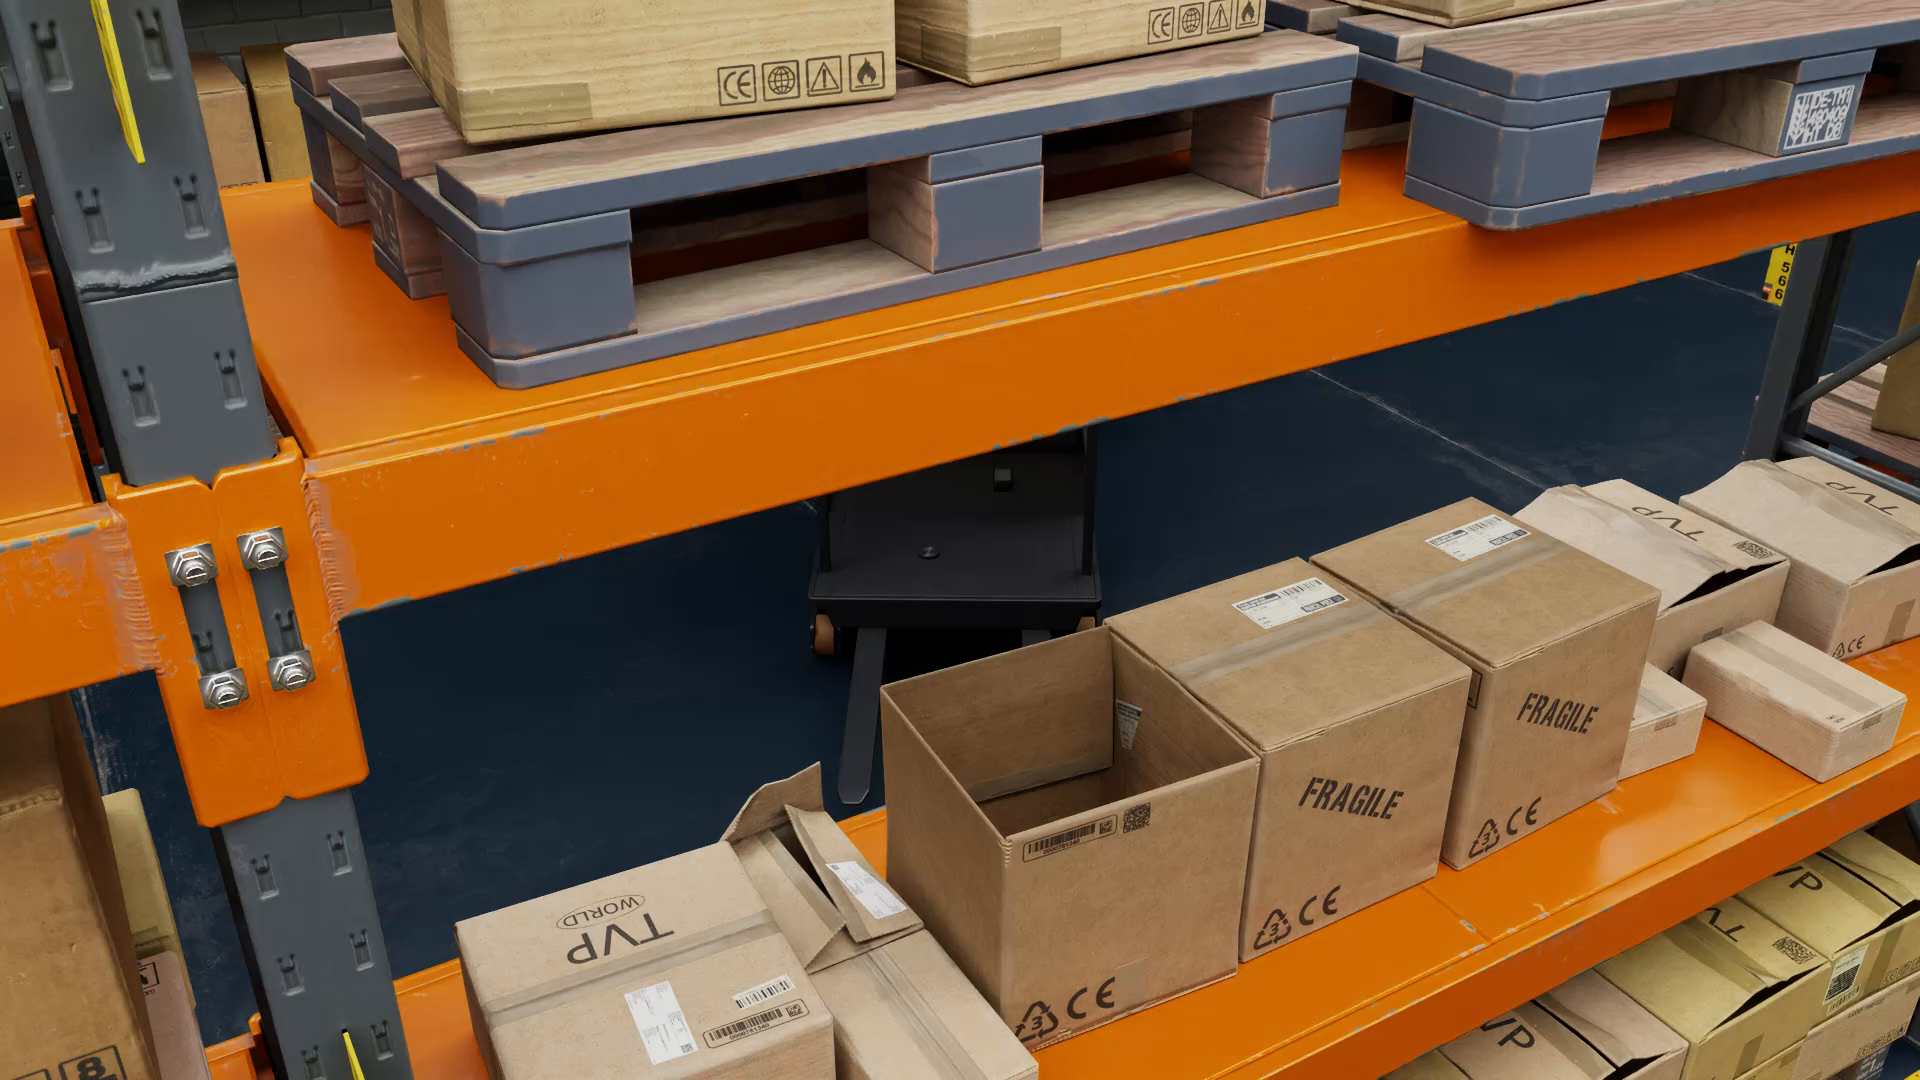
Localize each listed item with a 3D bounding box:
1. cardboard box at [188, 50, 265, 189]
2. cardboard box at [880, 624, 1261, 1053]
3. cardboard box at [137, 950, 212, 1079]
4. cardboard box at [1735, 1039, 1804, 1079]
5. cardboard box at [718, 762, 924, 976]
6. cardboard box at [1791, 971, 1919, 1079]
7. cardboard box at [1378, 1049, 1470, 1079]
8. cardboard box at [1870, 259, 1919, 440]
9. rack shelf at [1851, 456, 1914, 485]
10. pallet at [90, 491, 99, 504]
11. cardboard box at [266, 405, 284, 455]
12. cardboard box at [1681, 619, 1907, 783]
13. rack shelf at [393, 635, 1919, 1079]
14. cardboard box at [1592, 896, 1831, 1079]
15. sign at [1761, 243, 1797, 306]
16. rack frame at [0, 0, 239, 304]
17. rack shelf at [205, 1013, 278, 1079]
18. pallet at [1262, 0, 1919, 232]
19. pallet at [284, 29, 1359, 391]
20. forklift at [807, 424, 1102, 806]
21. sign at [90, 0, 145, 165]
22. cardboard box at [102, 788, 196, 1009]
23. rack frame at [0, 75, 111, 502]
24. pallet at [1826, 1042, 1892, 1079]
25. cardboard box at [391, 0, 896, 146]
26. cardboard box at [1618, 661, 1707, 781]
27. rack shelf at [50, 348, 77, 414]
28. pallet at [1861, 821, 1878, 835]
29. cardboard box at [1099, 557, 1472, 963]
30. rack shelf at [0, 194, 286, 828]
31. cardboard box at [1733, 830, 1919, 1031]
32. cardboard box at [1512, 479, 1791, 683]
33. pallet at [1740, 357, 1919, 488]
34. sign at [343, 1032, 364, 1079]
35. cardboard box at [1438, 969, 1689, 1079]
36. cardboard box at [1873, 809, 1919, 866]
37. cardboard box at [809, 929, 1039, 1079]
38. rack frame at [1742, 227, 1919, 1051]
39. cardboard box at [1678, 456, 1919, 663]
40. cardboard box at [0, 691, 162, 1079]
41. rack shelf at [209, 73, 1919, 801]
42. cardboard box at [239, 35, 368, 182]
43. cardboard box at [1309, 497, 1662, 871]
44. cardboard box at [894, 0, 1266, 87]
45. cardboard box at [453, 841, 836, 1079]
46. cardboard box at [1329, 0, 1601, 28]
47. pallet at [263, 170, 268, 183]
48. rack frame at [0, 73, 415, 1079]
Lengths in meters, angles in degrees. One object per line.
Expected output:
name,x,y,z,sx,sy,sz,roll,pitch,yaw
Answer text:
cardboard box,-2.996,-1.519,6.339,0.500,0.500,0.700,-16,33,-26
cardboard box,0.185,0.537,3.070,0.500,0.500,0.500,-13,32,-23
cardboard box,-1.066,0.719,2.068,0.250,0.149,0.380,-16,33,-26
cardboard box,1.736,1.290,4.220,0.500,0.250,0.500,-16,33,-27
cardboard box,-0.275,0.658,3.093,0.258,0.266,0.396,-17,33,-28
cardboard box,2.179,1.162,4.451,0.500,0.250,0.500,-15,32,-25
cardboard box,0.868,1.291,3.637,0.500,0.311,0.500,-15,32,-25
cardboard box,2.995,-0.517,4.545,0.700,0.500,0.500,22,36,34
rack shelf,4.233,-0.263,5.367,4.000,0.370,1.077,-16,33,-26
pallet,-4.014,0.228,6.619,1.213,0.211,1.003,-16,33,-26
cardboard box,-2.826,-0.457,7.106,0.500,0.500,0.700,-15,32,-25
cardboard box,1.874,0.357,3.759,0.250,0.149,0.380,-16,33,-26
rack shelf,0.785,0.716,3.593,4.000,0.370,1.077,-16,33,-26
cardboard box,1.737,1.047,4.080,0.500,0.311,0.500,-16,33,-27
sign,2.226,-0.785,4.451,0.005,0.325,0.100,-16,33,-26
rack frame,-0.940,-1.736,1.082,0.127,3.000,1.000,-16,33,-26
rack shelf,-2.664,1.695,1.818,4.000,0.370,1.077,-16,33,-26
pallet,1.007,-0.841,2.760,1.213,0.211,1.003,-14,32,-24
pallet,-0.186,-0.560,2.254,1.217,0.209,0.805,-17,33,-28
forklift,-0.012,-0.980,5.992,1.130,2.935,3.031,1,29,1
sign,-0.657,-0.453,1.245,0.005,0.325,0.100,-16,33,-26
cardboard box,-1.269,0.548,2.378,0.250,0.149,0.380,-16,33,-26
rack frame,-3.453,-1.172,6.269,0.127,3.000,1.000,-16,33,-26
pallet,1.779,1.318,4.644,1.213,0.211,1.003,-16,33,-26
cardboard box,-0.404,-0.688,2.008,0.500,0.250,0.500,-12,31,-21
cardboard box,1.438,0.357,3.758,0.250,0.149,0.380,-13,32,-23
rack shelf,-5.177,-0.368,5.556,4.000,0.370,1.077,-16,33,-26
pallet,3.172,0.965,5.282,1.213,0.211,1.003,-16,33,-26
cardboard box,0.617,0.414,3.292,0.500,0.500,0.500,-16,33,-26
rack shelf,-2.664,0.382,1.094,4.000,0.370,1.077,-16,33,-26
cardboard box,2.182,0.917,4.315,0.500,0.311,0.500,-15,32,-25
cardboard box,1.640,0.089,4.077,0.500,0.311,0.500,-16,33,-27
pallet,3.058,-0.200,4.706,1.003,0.211,1.213,-16,33,-26
sign,-0.657,0.708,1.885,0.005,0.325,0.100,-16,33,-26
cardboard box,1.301,1.169,3.858,0.500,0.311,0.500,-16,33,-27
cardboard box,3.046,0.821,4.790,0.500,0.500,0.500,-14,32,-24
cardboard box,-0.072,0.869,2.831,0.250,0.149,0.380,-16,33,-26
rack frame,2.509,-0.089,4.306,0.127,3.000,1.000,-16,33,-26
cardboard box,2.173,0.021,4.199,0.500,0.311,0.500,-14,32,-23
cardboard box,-1.319,0.390,1.992,0.500,0.500,0.700,-16,33,-26
rack shelf,0.785,-0.597,2.868,4.000,0.370,1.077,-16,33,-26
cardboard box,-2.511,-1.653,6.581,0.500,0.500,0.700,-12,31,-21
cardboard box,1.071,0.285,3.525,0.500,0.500,0.500,-18,34,-29
cardboard box,0.069,-0.823,2.253,0.500,0.250,0.500,-19,34,-31
cardboard box,-0.537,0.818,2.819,0.500,0.250,0.500,-14,32,-23
cardboard box,0.740,-0.983,2.544,0.500,0.250,0.500,-19,34,-30
pallet,-2.720,-1.215,6.545,1.213,0.211,1.003,-16,33,-26
rack frame,-0.940,0.891,2.532,0.127,3.000,1.000,-16,33,-26
